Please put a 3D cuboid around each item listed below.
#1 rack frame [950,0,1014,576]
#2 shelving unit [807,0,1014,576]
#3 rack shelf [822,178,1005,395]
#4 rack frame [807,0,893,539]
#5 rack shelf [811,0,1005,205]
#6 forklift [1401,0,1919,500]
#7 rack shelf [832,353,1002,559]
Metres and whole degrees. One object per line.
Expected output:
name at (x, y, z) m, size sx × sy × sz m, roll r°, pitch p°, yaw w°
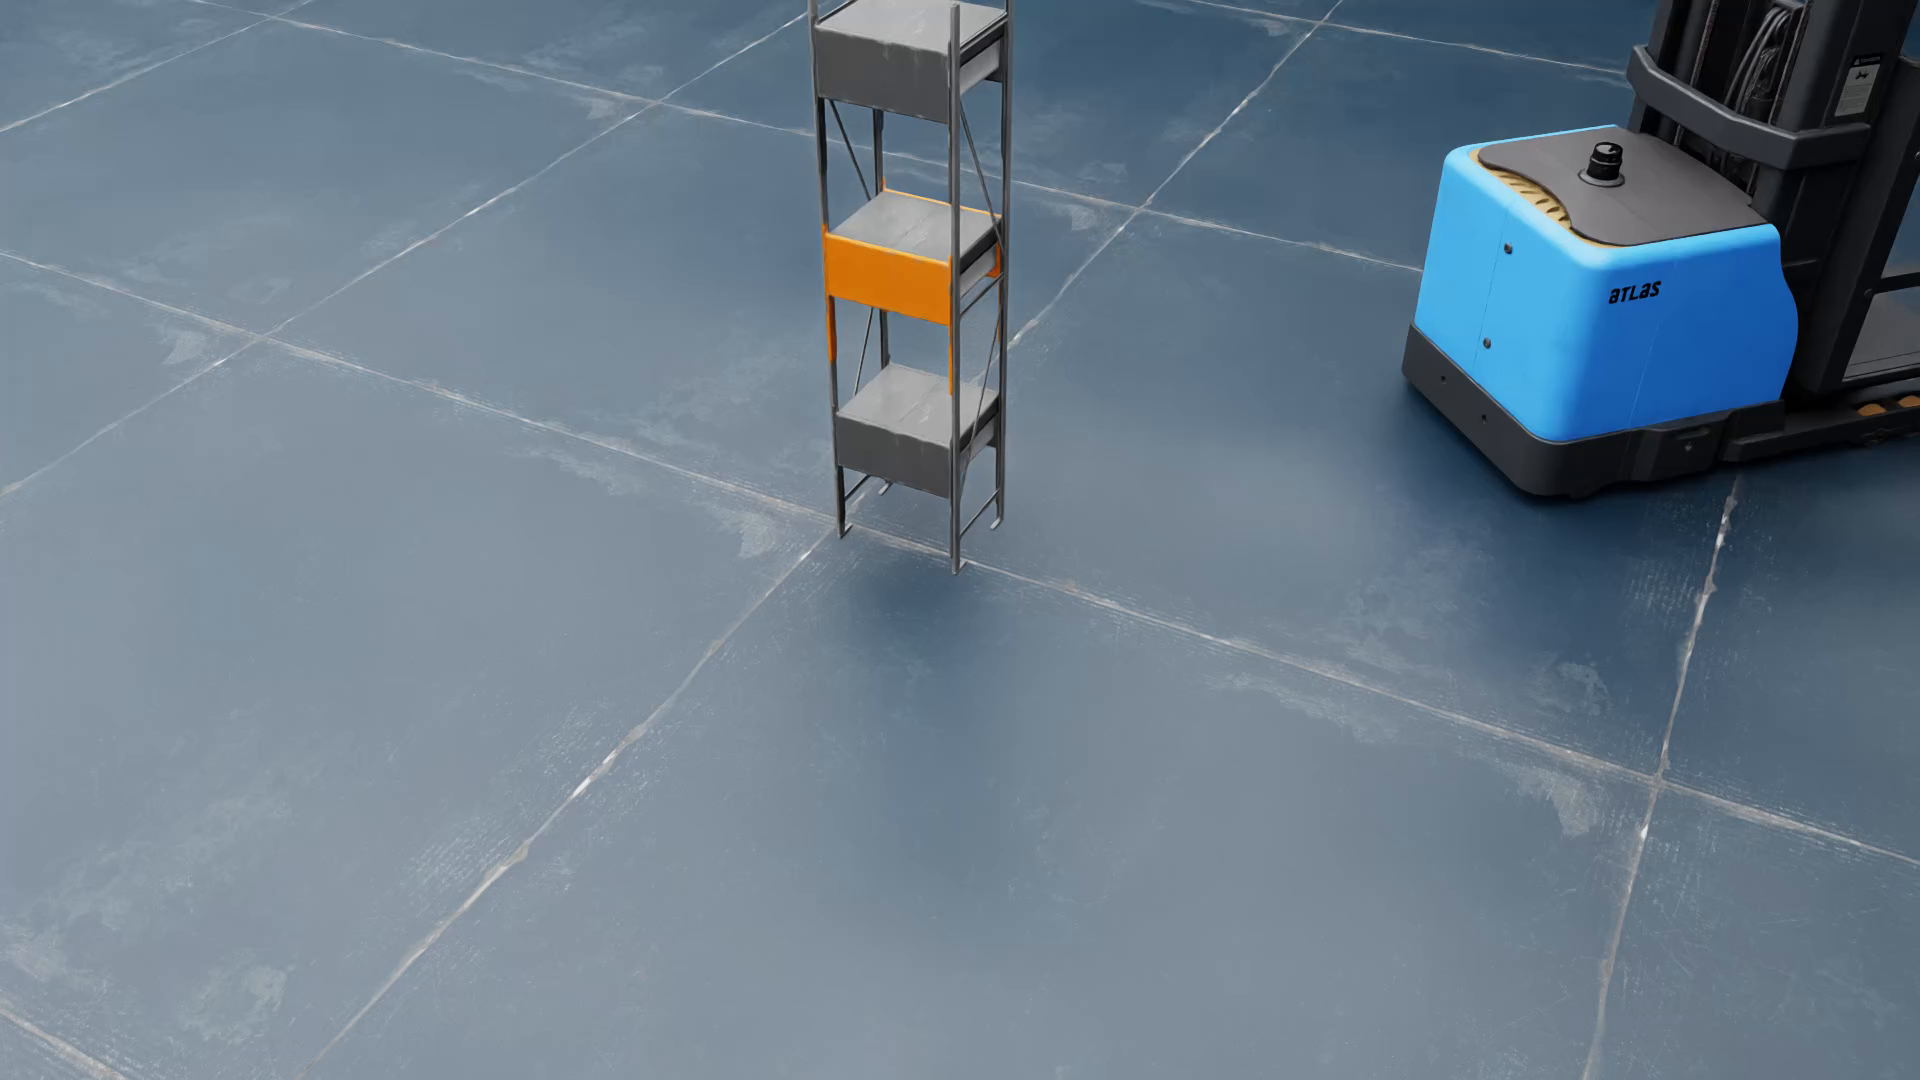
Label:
rack frame at (0.070, -0.815, 5.586) m, size 0.015 × 2.100 × 0.400 m, roll 17°, pitch 41°, yaw 21°
shelving unit at (-0.147, -0.882, 5.676) m, size 0.503 × 2.100 × 0.431 m, roll 17°, pitch 41°, yaw 21°
rack shelf at (-0.147, -0.872, 5.684) m, size 0.480 × 0.518 × 0.431 m, roll 17°, pitch 41°, yaw 21°
rack frame at (-0.364, -0.950, 5.765) m, size 0.015 × 2.100 × 0.400 m, roll 17°, pitch 41°, yaw 21°
rack shelf at (-0.147, -1.429, 5.261) m, size 0.480 × 0.518 × 0.431 m, roll 17°, pitch 41°, yaw 21°
forklift at (3.453, -1.845, 6.256) m, size 3.031 × 2.935 × 1.130 m, roll -11°, pitch 39°, yaw -14°
rack shelf at (-0.147, -0.314, 6.107) m, size 0.480 × 0.518 × 0.431 m, roll 17°, pitch 41°, yaw 21°
